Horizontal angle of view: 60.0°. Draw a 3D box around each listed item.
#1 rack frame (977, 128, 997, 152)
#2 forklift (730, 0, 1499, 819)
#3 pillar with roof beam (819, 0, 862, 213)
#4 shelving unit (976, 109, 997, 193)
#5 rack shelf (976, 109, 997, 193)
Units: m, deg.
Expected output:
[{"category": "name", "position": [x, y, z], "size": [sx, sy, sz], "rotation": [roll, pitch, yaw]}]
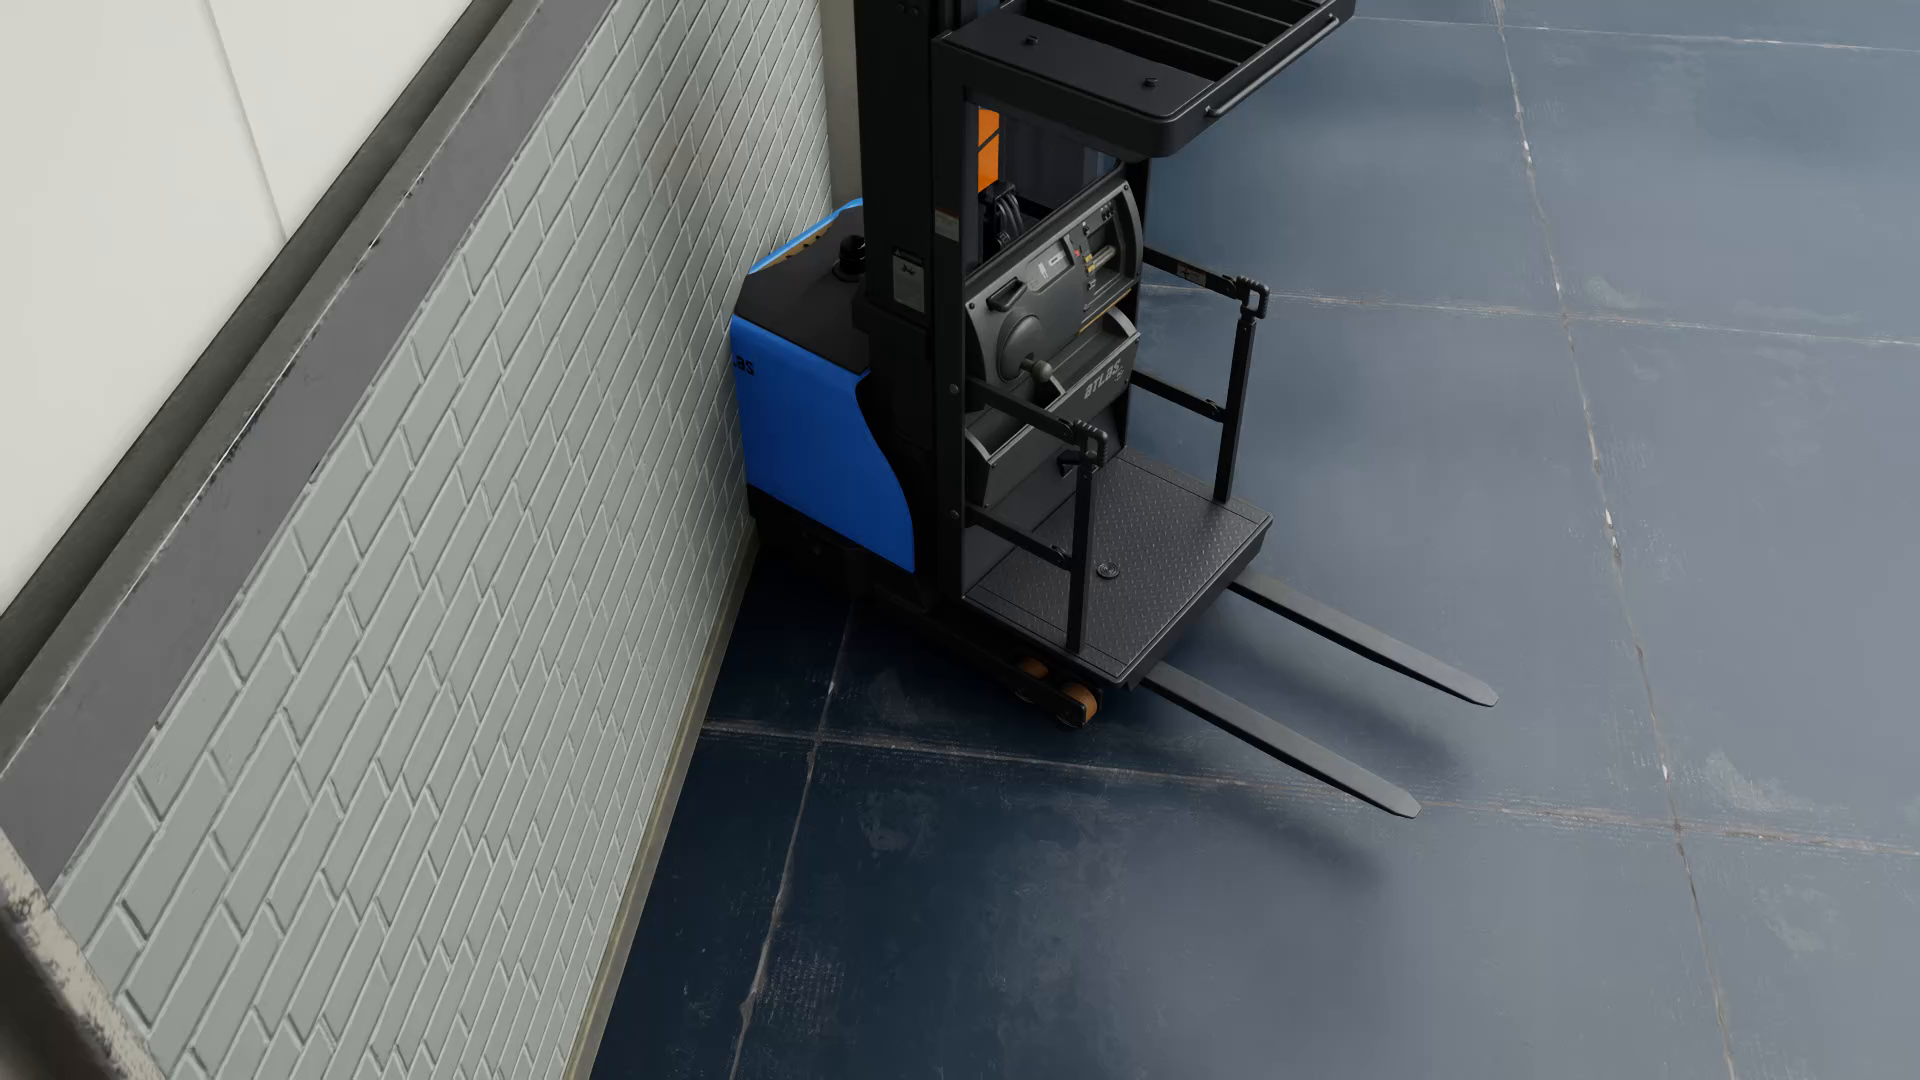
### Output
[{"category": "rack frame", "position": [0.114, -1.462, 7.203], "size": [0.500, 1.500, 0.032], "rotation": [4, 44, 5]}, {"category": "forklift", "position": [0.494, -0.803, 5.467], "size": [3.031, 2.935, 1.130], "rotation": [28, 50, 26]}, {"category": "pillar with roof beam", "position": [3.841, -4.232, 4.674], "size": [9.100, 9.000, 0.400], "rotation": [5, 44, 6]}, {"category": "shelving unit", "position": [0.168, -1.803, 7.564], "size": [0.587, 1.500, 1.083], "rotation": [4, 44, 5]}, {"category": "rack shelf", "position": [0.169, -1.679, 7.694], "size": [0.538, 0.185, 1.000], "rotation": [4, 44, 5]}]
